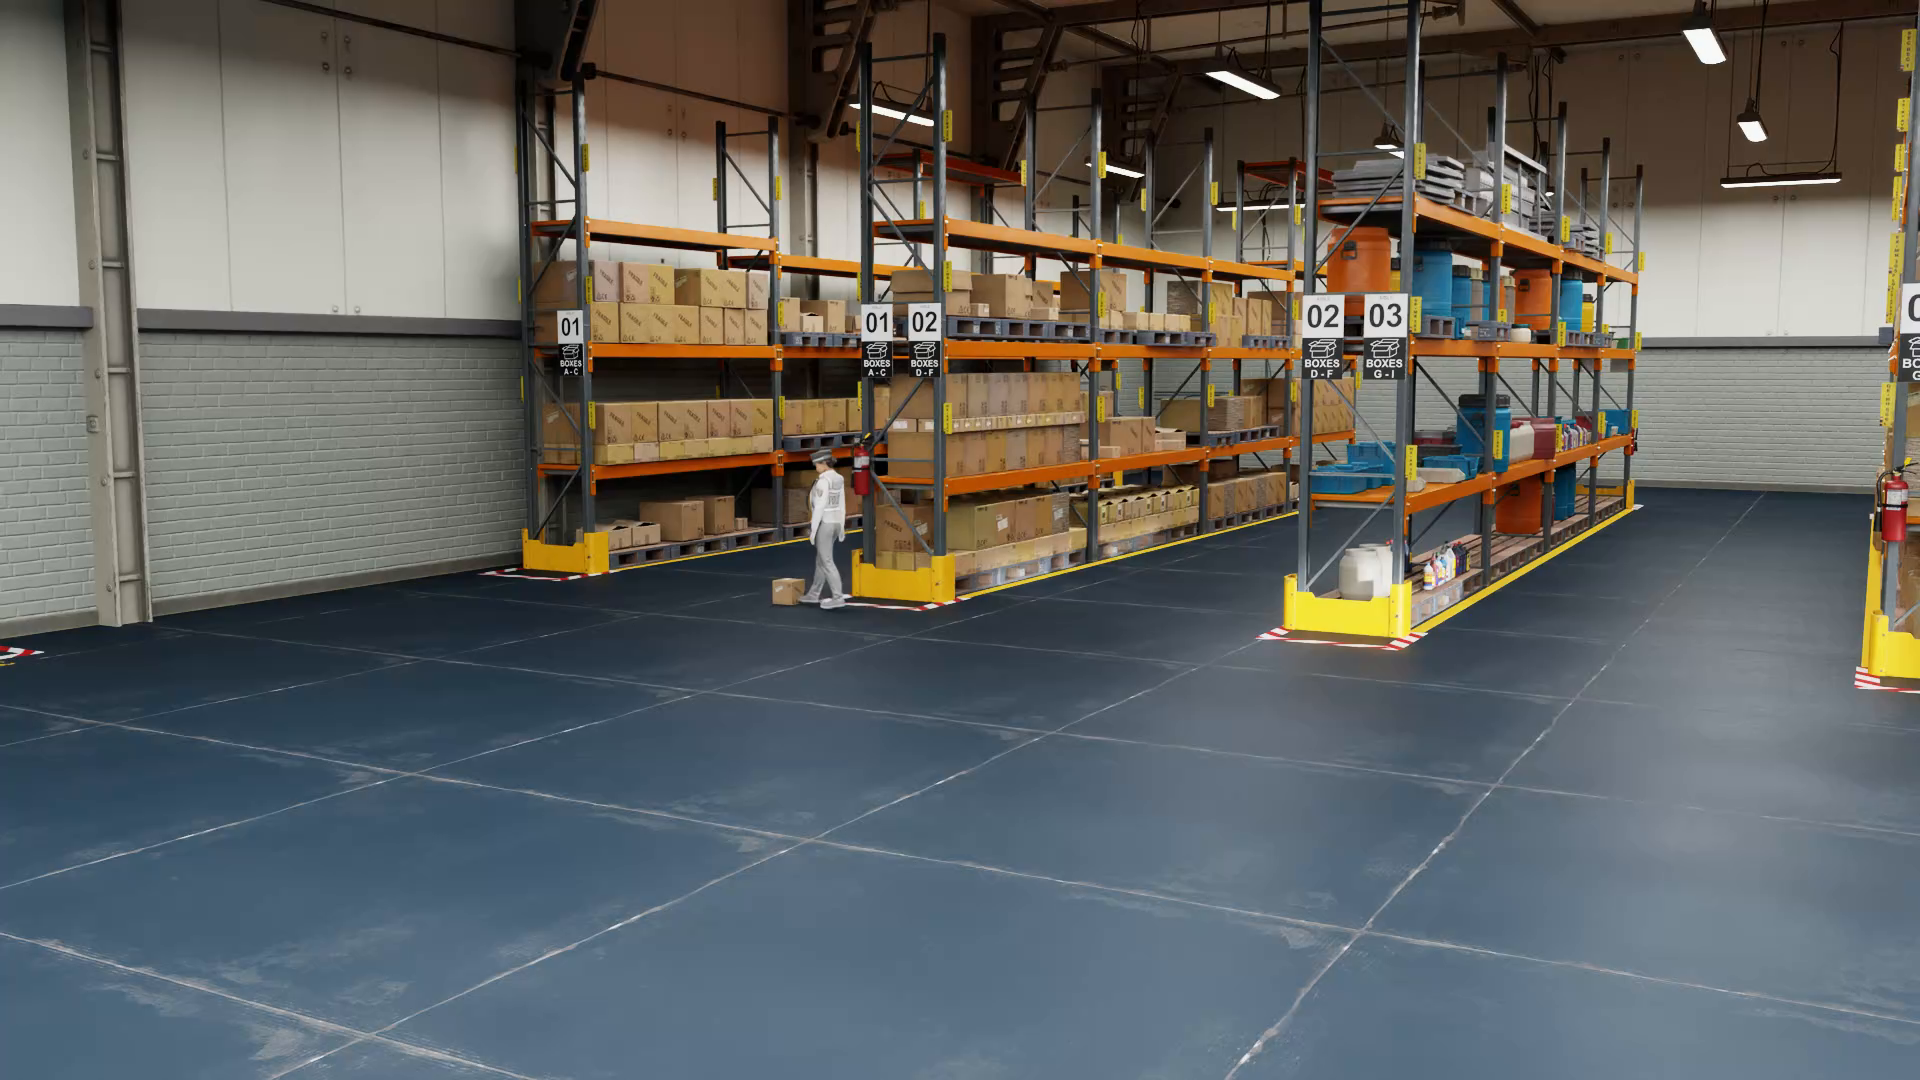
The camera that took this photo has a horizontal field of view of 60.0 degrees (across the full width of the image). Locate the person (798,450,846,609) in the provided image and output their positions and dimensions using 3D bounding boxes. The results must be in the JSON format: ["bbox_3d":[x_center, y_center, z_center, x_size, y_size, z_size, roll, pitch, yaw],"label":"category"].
[{"bbox_3d":[-1.483,-0.123,17.365,0.702,1.650,0.523,3,7,24],"label":"person"}]
